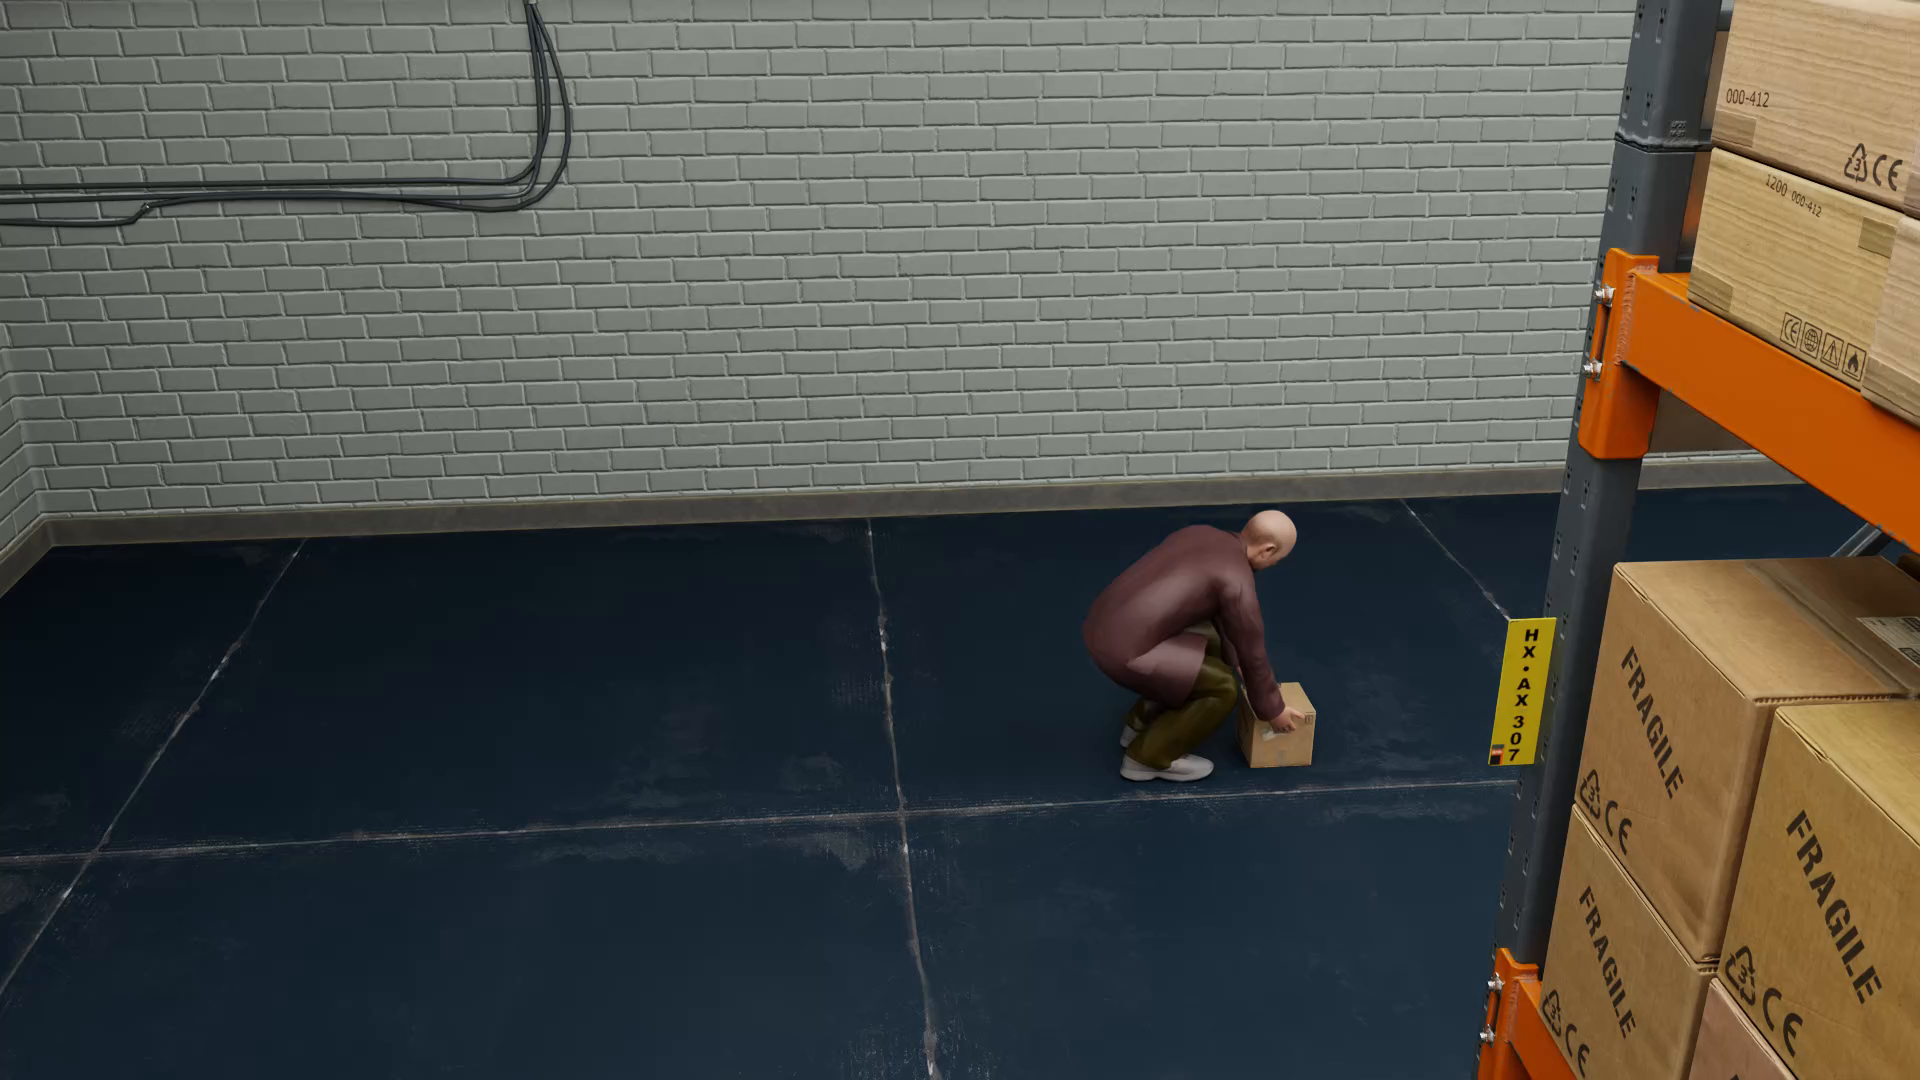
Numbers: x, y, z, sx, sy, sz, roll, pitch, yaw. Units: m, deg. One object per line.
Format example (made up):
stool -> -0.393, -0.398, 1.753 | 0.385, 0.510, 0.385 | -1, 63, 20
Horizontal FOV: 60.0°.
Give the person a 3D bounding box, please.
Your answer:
person -> 0.912, 0.408, 6.619 | 0.878, 1.029, 0.612 | -2, 24, -5
